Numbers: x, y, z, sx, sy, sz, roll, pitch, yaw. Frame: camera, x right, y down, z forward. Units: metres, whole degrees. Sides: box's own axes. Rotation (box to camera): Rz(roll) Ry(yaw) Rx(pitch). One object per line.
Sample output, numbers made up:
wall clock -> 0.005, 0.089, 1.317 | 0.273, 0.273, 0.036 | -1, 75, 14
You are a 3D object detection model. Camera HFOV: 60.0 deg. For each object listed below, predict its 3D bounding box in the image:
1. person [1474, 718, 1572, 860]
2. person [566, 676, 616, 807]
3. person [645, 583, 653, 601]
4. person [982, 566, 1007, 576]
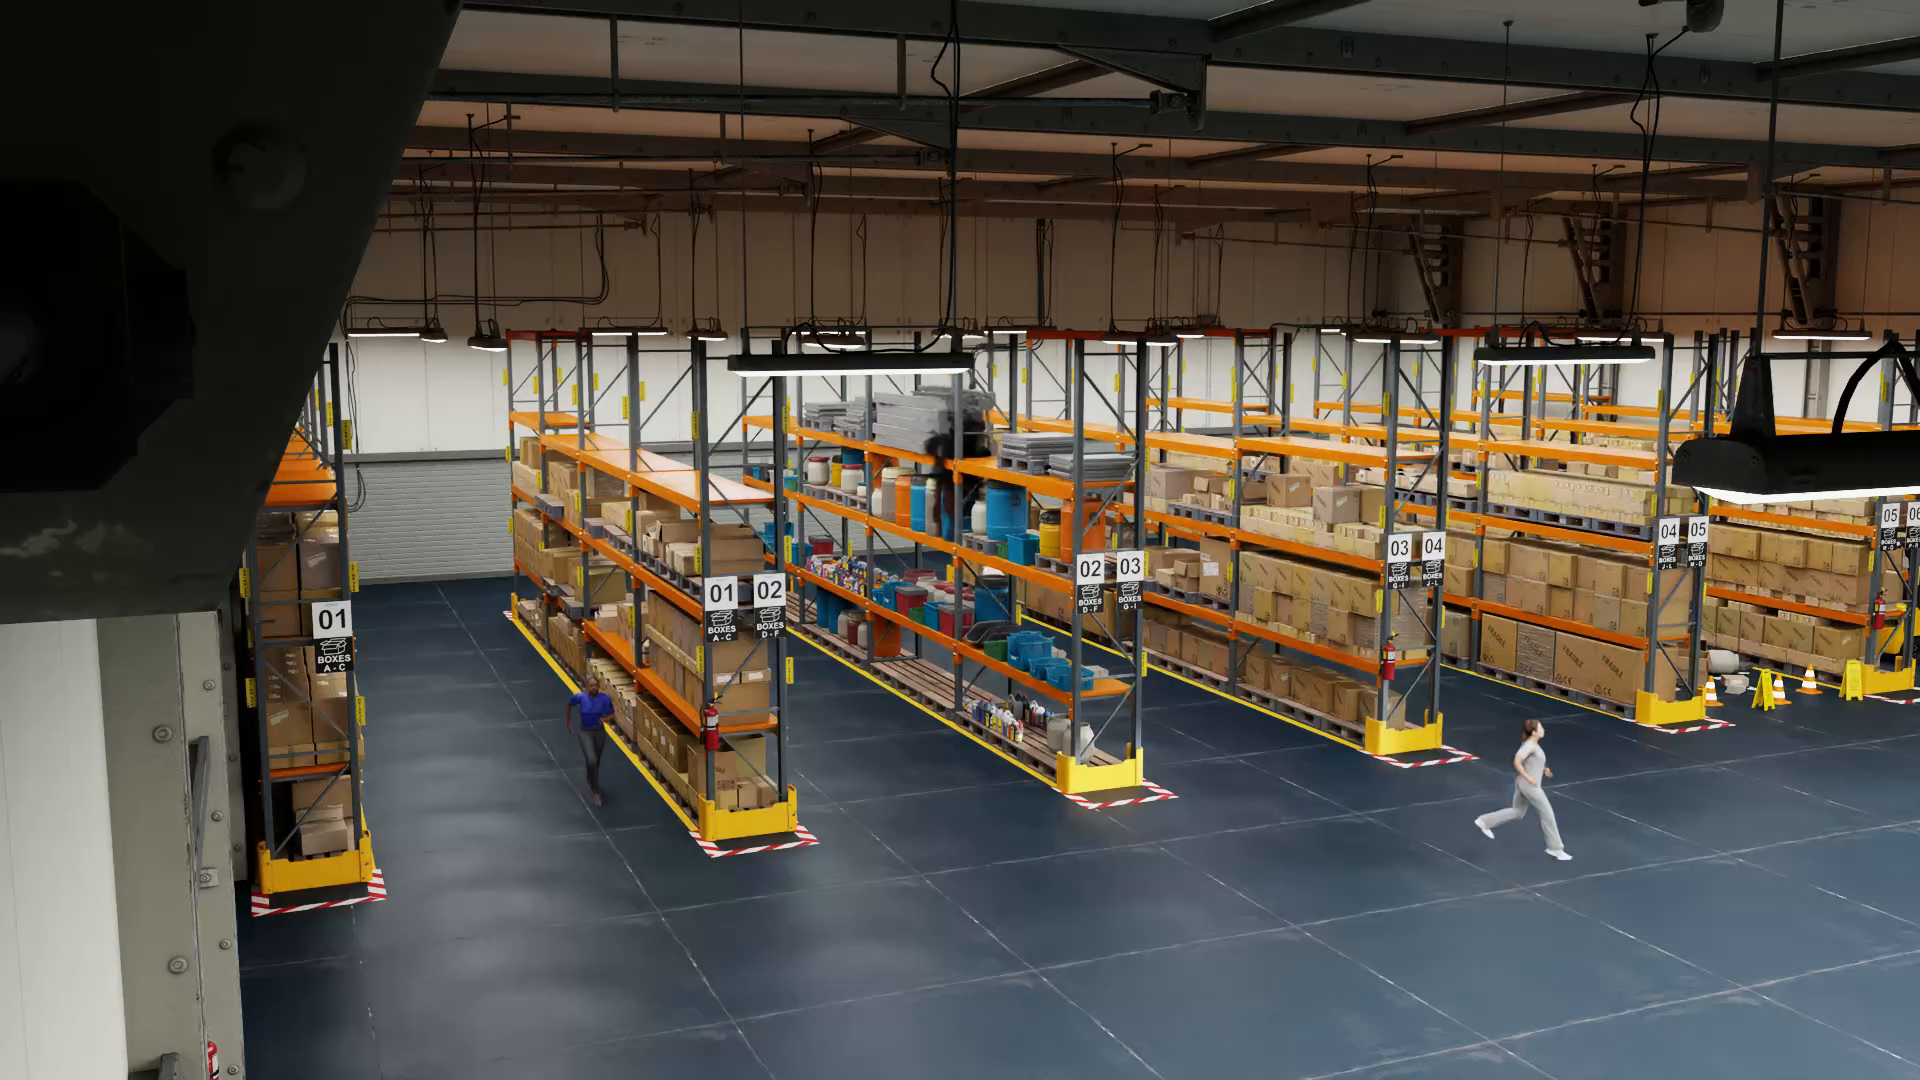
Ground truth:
person -> 6.601, 2.896, 19.418 | 1.114, 1.677, 0.537 | 1, 8, 7
person -> -4.813, 2.582, 21.736 | 0.599, 1.698, 0.847 | -3, 8, -21
person -> -6.290, 0.883, 33.710 | 0.654, 1.771, 0.897 | -6, 10, -36
person -> 0.686, 1.067, 32.575 | 0.607, 1.651, 0.941 | -4, 9, -27
